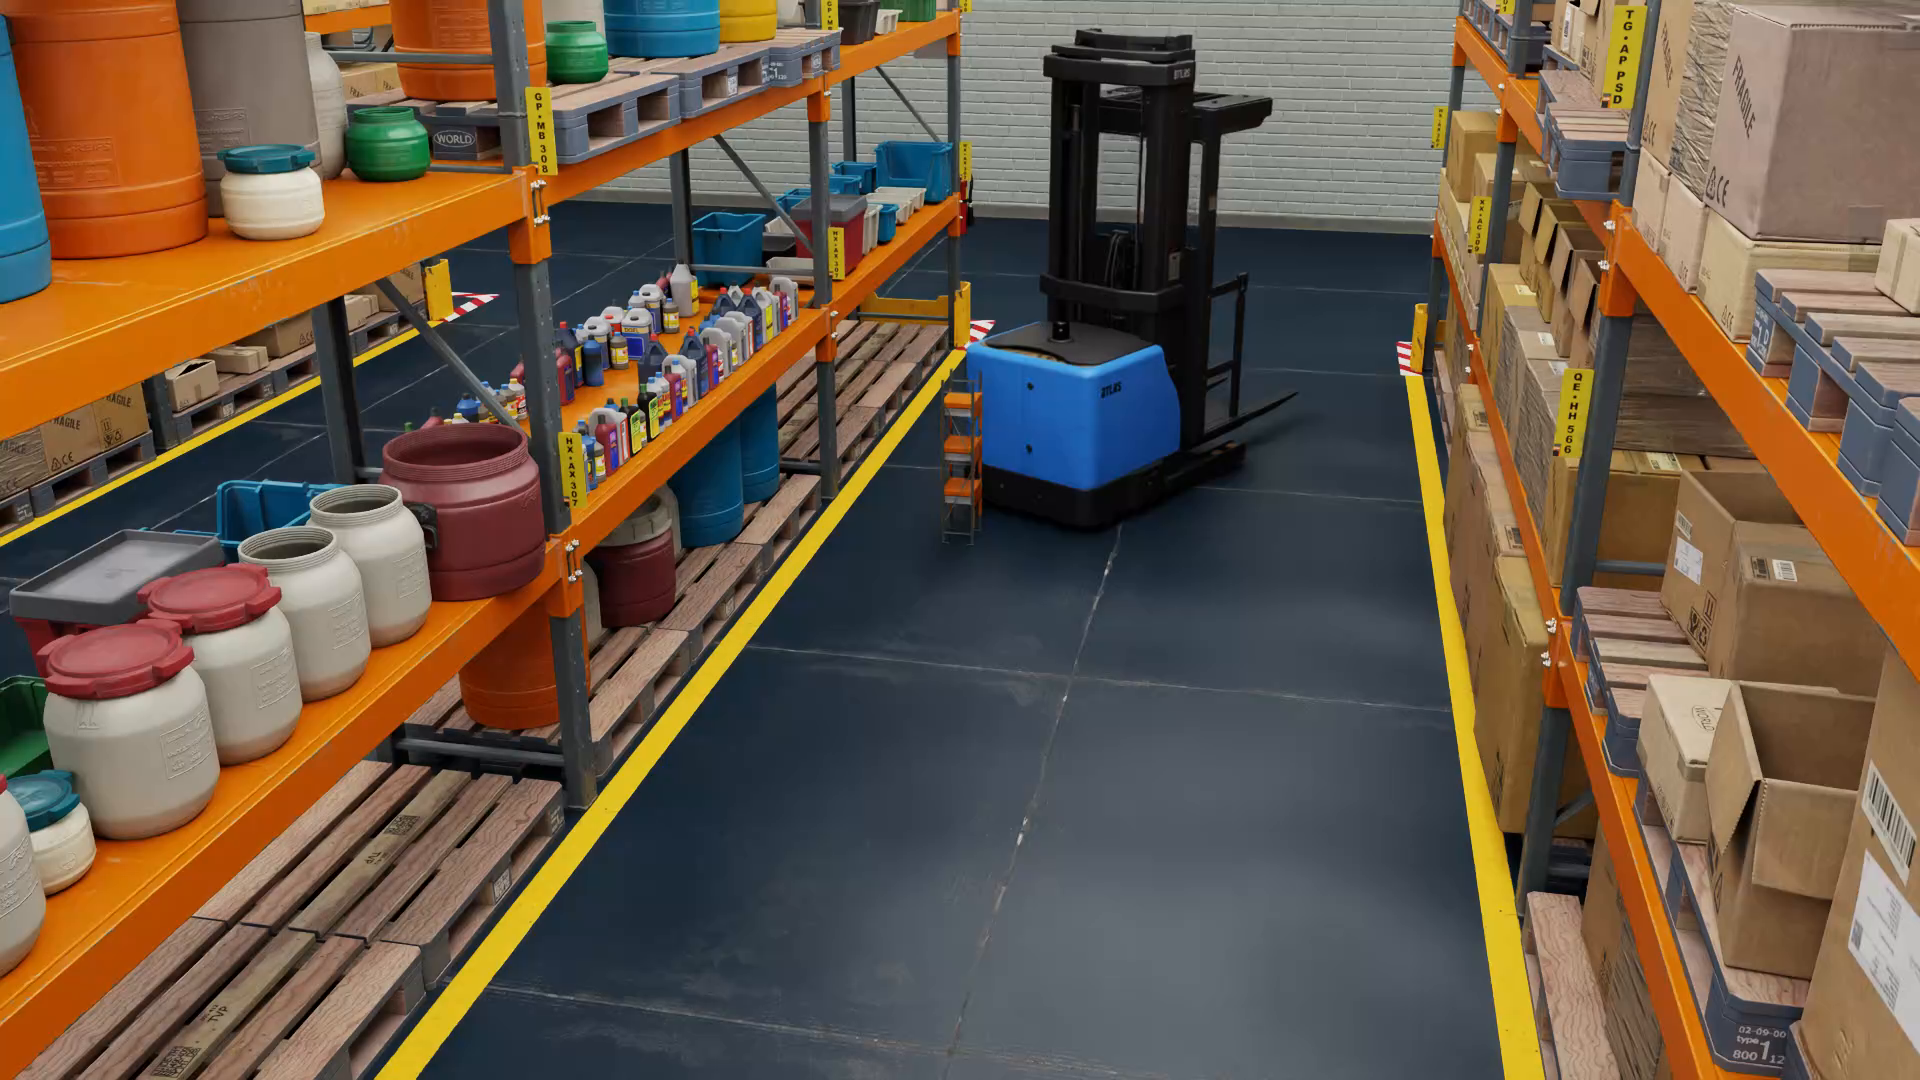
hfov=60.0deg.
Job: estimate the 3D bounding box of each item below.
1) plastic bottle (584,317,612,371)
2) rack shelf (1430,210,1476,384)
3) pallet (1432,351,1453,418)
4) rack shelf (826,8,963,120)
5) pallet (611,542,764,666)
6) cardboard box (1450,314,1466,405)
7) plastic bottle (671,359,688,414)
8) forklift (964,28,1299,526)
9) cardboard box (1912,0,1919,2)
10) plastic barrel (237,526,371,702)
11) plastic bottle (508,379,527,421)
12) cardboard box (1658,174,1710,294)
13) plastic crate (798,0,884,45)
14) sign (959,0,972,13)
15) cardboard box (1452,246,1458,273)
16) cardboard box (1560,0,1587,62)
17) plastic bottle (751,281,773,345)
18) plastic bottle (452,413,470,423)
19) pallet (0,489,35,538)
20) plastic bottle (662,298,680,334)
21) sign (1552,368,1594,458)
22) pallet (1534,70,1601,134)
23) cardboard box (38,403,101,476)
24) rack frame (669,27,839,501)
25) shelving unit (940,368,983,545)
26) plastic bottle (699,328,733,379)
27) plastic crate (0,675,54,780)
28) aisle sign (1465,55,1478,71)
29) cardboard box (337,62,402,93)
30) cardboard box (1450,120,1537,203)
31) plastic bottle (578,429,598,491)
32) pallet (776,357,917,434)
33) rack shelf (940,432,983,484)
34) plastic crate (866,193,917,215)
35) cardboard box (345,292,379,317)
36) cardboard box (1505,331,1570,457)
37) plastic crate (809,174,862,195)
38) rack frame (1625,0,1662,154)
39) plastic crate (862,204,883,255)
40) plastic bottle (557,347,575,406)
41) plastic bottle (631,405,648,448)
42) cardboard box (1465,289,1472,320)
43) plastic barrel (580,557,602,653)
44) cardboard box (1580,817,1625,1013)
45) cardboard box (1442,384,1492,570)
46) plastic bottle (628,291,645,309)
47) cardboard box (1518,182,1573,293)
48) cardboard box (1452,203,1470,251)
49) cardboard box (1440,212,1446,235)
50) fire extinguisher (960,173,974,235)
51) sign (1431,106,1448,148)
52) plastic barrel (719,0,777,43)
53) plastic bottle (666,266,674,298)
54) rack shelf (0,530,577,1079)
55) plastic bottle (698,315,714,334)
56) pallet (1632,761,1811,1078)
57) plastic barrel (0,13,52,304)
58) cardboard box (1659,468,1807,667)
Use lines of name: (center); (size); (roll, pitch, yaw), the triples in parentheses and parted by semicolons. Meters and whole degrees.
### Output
plastic bottle: (-2.017, -1.089, 9.209); (0.152, 0.276, 0.135); (4, 22, 11)
rack shelf: (3.944, -1.731, 11.599); (1.077, 0.370, 4.000); (4, 22, 11)
pallet: (4.265, -1.204, 13.060); (1.003, 0.211, 1.213); (4, 22, 11)
rack shelf: (-0.905, -3.500, 11.976); (1.077, 0.370, 4.000); (4, 22, 11)
pallet: (-1.758, 0.310, 9.303); (1.003, 0.211, 1.213); (4, 22, 11)
cardboard box: (4.114, -1.432, 12.176); (0.875, 0.875, 0.875); (4, 22, 11)
plastic bottle: (-1.438, -0.784, 8.458); (0.097, 0.271, 0.097); (0, 22, 0)
forklift: (1.344, -1.922, 11.203); (1.130, 2.935, 3.031); (17, 27, 36)
cardboard box: (2.773, -1.158, 4.395); (0.500, 0.500, 0.500); (4, 22, 11)
plastic barrel: (-2.216, 0.247, 5.575); (0.421, 0.512, 0.421); (0, 22, 0)
plastic bottle: (-2.237, -0.710, 8.368); (0.097, 0.201, 0.097); (0, 22, 0)
cardboard box: (2.269, -0.852, 4.639); (0.500, 0.250, 0.500); (5, 22, 12)
plastic crate: (-0.791, -3.475, 11.126); (0.497, 0.269, 0.590); (4, 22, 11)
sign: (0.045, -4.480, 13.588); (0.100, 0.325, 0.005); (4, 22, 11)
cardboard box: (3.592, -1.916, 11.432); (0.380, 0.149, 0.250); (5, 22, 12)
cardboard box: (3.224, -2.483, 8.047); (0.500, 0.311, 0.500); (4, 22, 9)
plastic bottle: (-1.180, -1.327, 9.698); (0.144, 0.351, 0.185); (4, 22, 11)
plastic bottle: (-2.356, -0.497, 7.838); (0.097, 0.201, 0.097); (0, 22, 0)
pallet: (-6.537, -0.048, 10.191); (1.003, 0.211, 1.213); (4, 22, 11)
plastic bottle: (-1.729, -1.342, 9.935); (0.097, 0.201, 0.097); (0, 22, 0)
sign: (2.175, -0.448, 5.902); (0.100, 0.325, 0.005); (4, 22, 11)
pallet: (3.024, -1.823, 7.101); (1.003, 0.211, 1.213); (6, 23, 13)
cardboard box: (-6.091, -0.752, 10.962); (0.500, 0.500, 0.500); (5, 22, 11)
rack frame: (-1.313, -1.711, 10.586); (1.000, 3.000, 0.127); (4, 22, 11)
shelving unit: (0.011, -0.507, 10.206); (0.215, 1.050, 0.252); (4, 22, 11)
plastic bottle: (-1.329, -1.032, 9.067); (0.152, 0.276, 0.135); (4, 22, 11)
plastic crate: (-2.866, 0.655, 4.995); (0.450, 0.188, 0.662); (4, 22, 11)
aisle sign: (4.073, -4.051, 12.917); (0.394, 0.787, 0.004); (4, 22, 11)
cardboard box: (-5.167, -3.879, 14.497); (0.500, 0.500, 0.500); (4, 22, 10)
cardboard box: (3.788, -2.684, 11.802); (0.500, 0.500, 0.500); (4, 22, 9)
plastic bottle: (-1.674, -0.362, 7.409); (0.097, 0.271, 0.097); (0, 22, 0)
pallet: (-0.954, -1.136, 12.893); (1.003, 0.211, 1.213); (4, 22, 11)
rack shelf: (0.011, -0.497, 10.210); (0.215, 0.259, 0.240); (4, 22, 11)
plastic crate: (-0.559, -2.662, 13.221); (0.396, 0.136, 0.243); (4, 22, 11)
cardboard box: (-5.386, -2.083, 14.715); (0.380, 0.166, 0.250); (4, 22, 11)
cardboard box: (2.893, -0.674, 7.878); (0.500, 0.500, 0.500); (5, 22, 12)
plastic crate: (-1.004, -2.818, 13.478); (0.416, 0.233, 0.300); (4, 22, 11)
rack frame: (2.719, -2.653, 4.895); (1.000, 3.000, 0.127); (4, 22, 11)
plastic crate: (-0.821, -2.228, 11.948); (0.437, 0.282, 0.530); (4, 22, 11)
plastic bottle: (-2.052, -0.849, 8.602); (0.061, 0.283, 0.133); (4, 22, 11)
plastic bottle: (-1.552, -0.547, 7.964); (0.097, 0.201, 0.097); (0, 22, 0)
cardboard box: (3.330, -1.447, 10.268); (0.380, 0.149, 0.250); (5, 22, 12)
plastic barrel: (-2.018, 0.318, 8.317); (0.421, 0.512, 0.421); (0, 22, 0)
cardboard box: (2.602, 1.332, 5.788); (0.700, 0.500, 0.500); (3, 22, 8)
cardboard box: (3.425, -0.307, 9.382); (1.225, 0.875, 0.875); (5, 22, 11)
plastic bottle: (-1.906, -1.336, 9.829); (0.097, 0.271, 0.097); (0, 22, 0)
cardboard box: (3.413, -1.610, 8.860); (0.797, 0.503, 0.637); (4, 22, 10)
cardboard box: (3.683, -2.144, 11.464); (0.500, 0.250, 0.500); (4, 22, 10)
cardboard box: (3.854, -2.387, 12.602); (0.380, 0.149, 0.250); (4, 22, 10)
fire extinguisher: (-0.021, -2.985, 14.353); (0.296, 0.674, 0.183); (4, 22, 11)
sign: (3.810, -3.279, 13.214); (0.100, 0.325, 0.005); (4, 22, 11)
plastic barrel: (-1.301, -3.035, 9.044); (0.600, 0.588, 0.600); (0, 22, 0)
plastic bottle: (-1.806, -1.555, 10.355); (0.061, 0.283, 0.133); (4, 22, 11)
rack shelf: (-2.537, 0.818, 5.271); (1.077, 0.370, 4.000); (4, 22, 11)
plastic bottle: (-1.408, -1.117, 9.285); (0.097, 0.271, 0.097); (0, 22, 0)
pallet: (2.356, 0.946, 4.246); (1.003, 0.211, 1.213); (4, 22, 11)
plastic barrel: (-2.787, -1.090, 4.358); (0.600, 0.901, 0.708); (4, 22, 11)
cardboard box: (2.648, 0.089, 5.421); (0.500, 0.500, 0.500); (2, 22, 4)
